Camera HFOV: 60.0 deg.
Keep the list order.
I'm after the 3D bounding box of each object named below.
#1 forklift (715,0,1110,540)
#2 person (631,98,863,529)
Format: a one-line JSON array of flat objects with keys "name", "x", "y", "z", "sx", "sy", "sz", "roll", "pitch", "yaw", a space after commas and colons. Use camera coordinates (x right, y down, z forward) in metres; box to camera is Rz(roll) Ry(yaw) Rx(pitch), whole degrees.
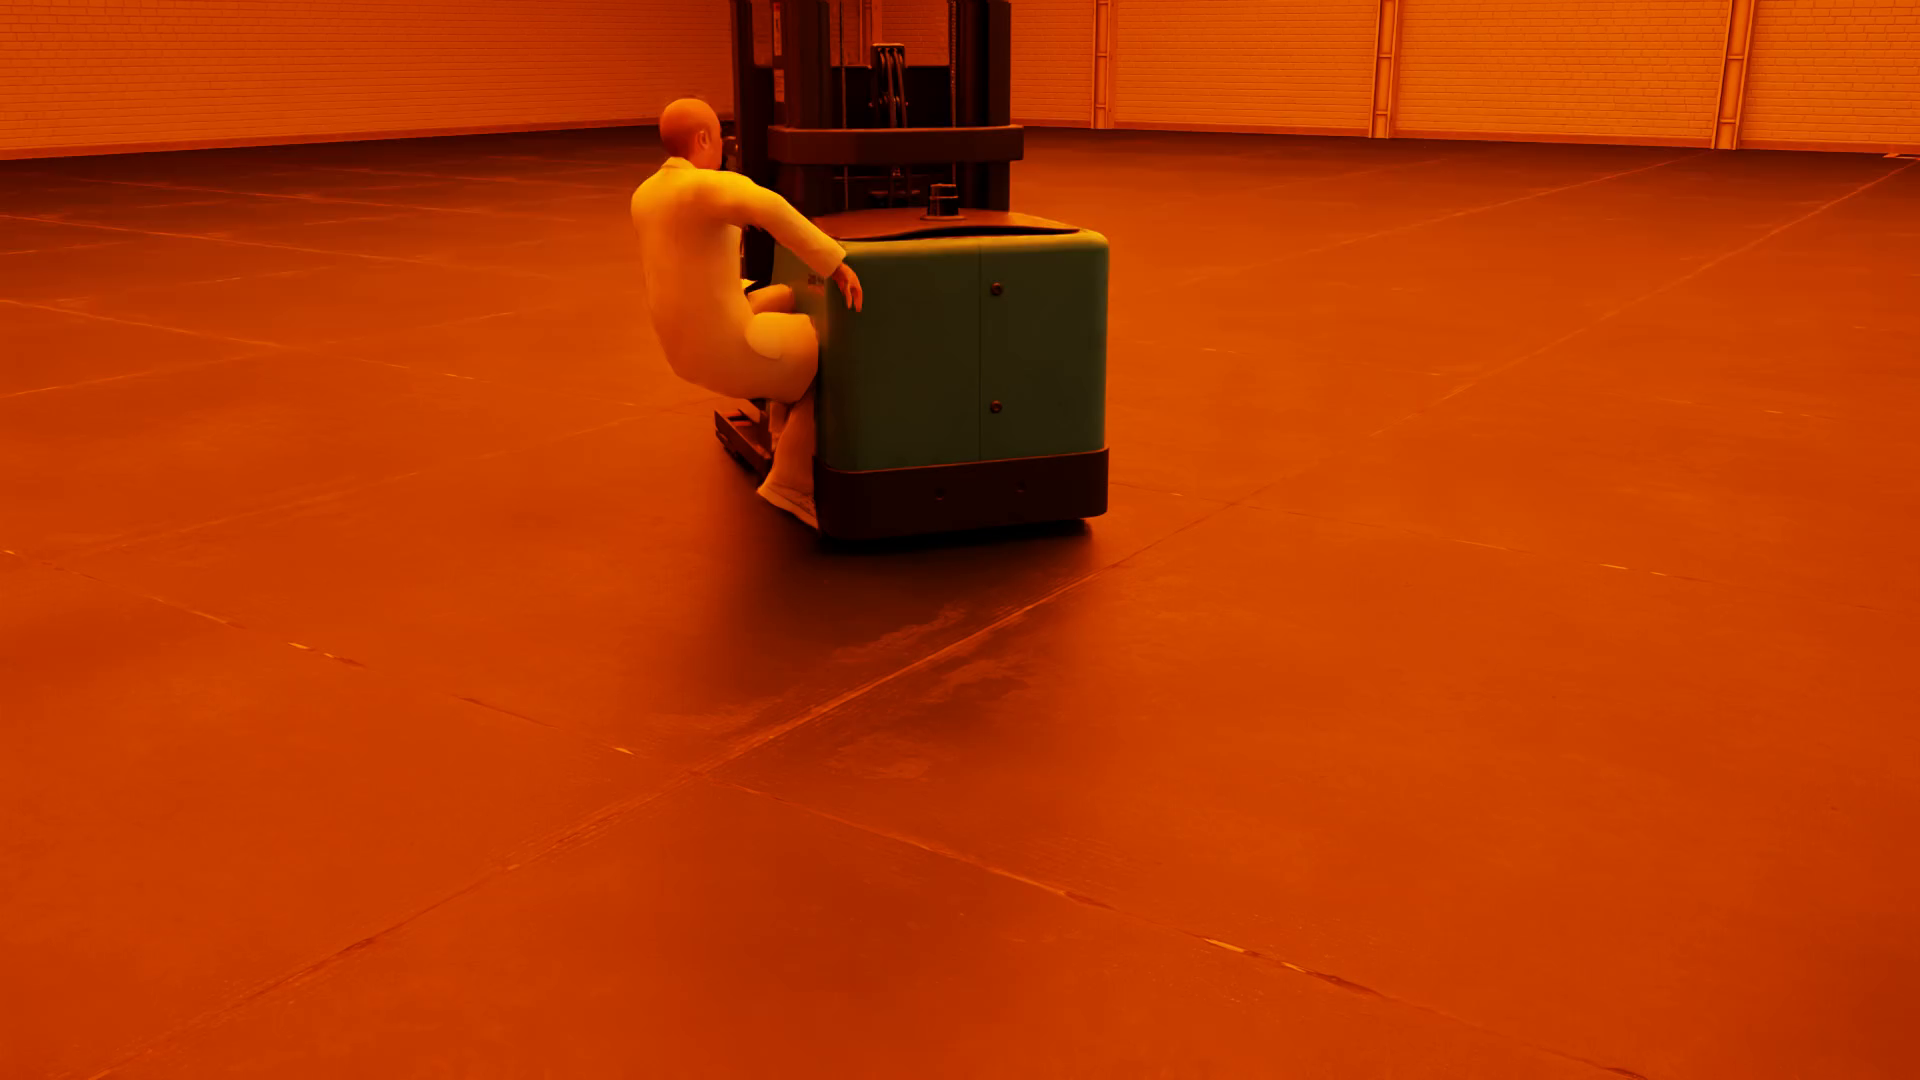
[{"name": "forklift", "x": -0.435, "y": -1.785, "z": 6.801, "sx": 1.130, "sy": 2.935, "sz": 3.031, "roll": -6, "pitch": 18, "yaw": -19}, {"name": "person", "x": -0.658, "y": -0.776, "z": 5.848, "sx": 1.097, "sy": 1.511, "sz": 0.892, "roll": 16, "pitch": 23, "yaw": 42}]
